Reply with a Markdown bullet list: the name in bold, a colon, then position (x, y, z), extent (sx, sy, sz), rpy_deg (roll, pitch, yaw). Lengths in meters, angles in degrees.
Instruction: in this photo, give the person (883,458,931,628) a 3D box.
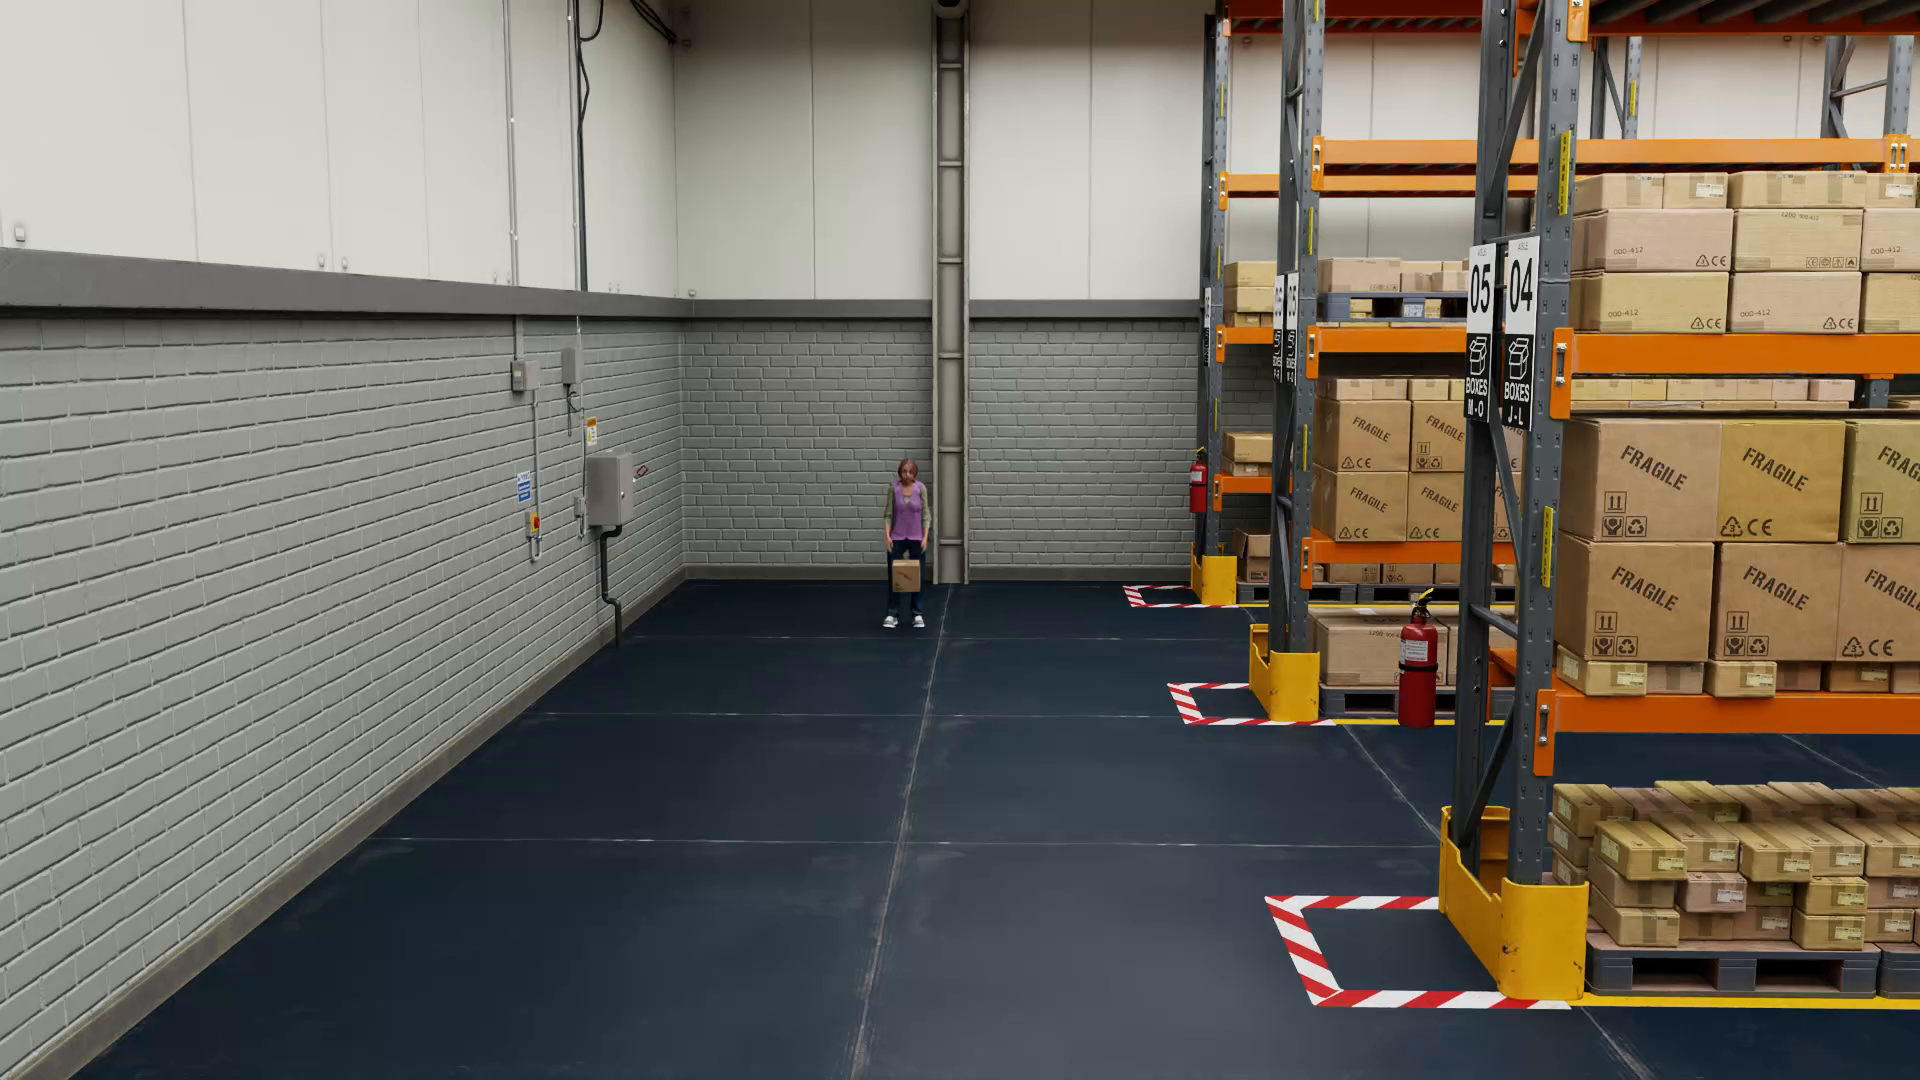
- **person**: position (-0.498, 0.020, 15.648), extent (0.450, 1.599, 0.339), rpy_deg (0, 7, 0)
